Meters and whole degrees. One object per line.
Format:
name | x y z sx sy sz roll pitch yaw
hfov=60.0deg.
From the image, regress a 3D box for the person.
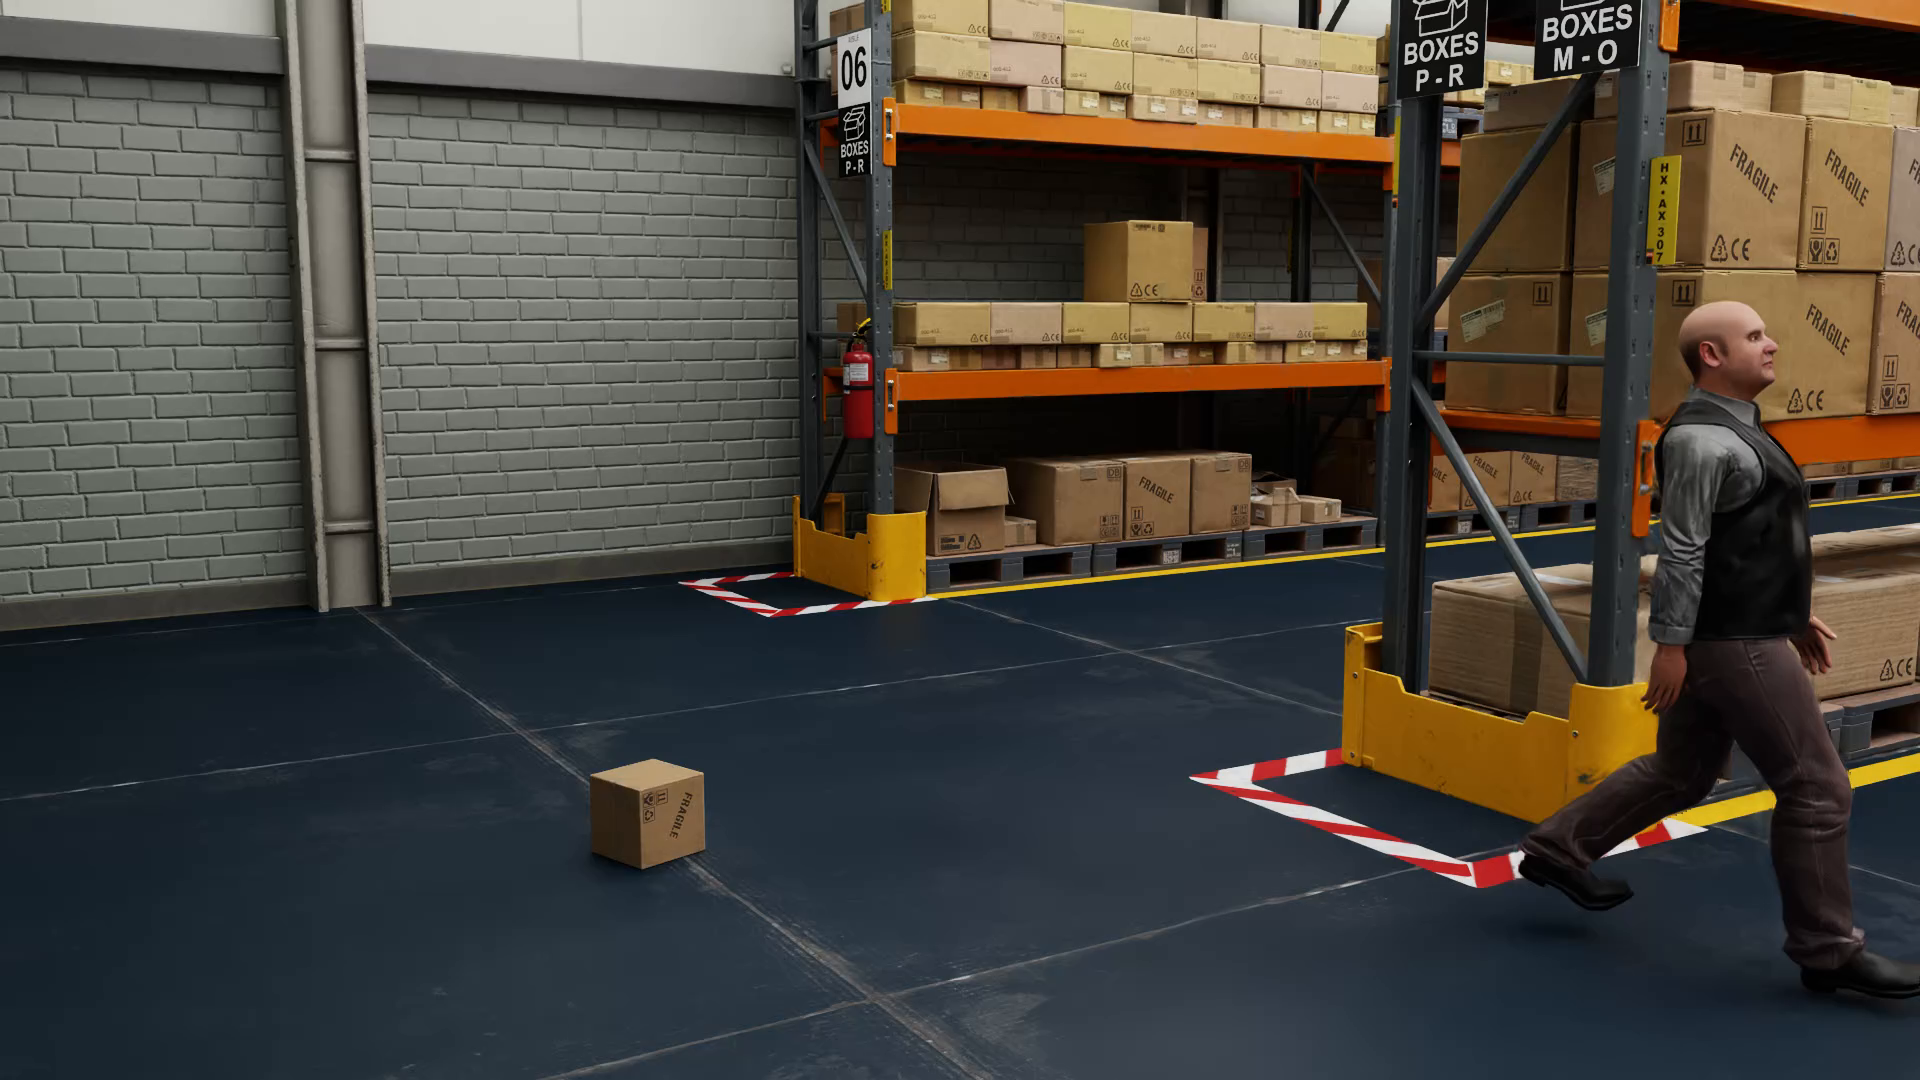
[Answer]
person | 1.952 0.244 4.197 0.998 1.679 0.534 4 9 26
